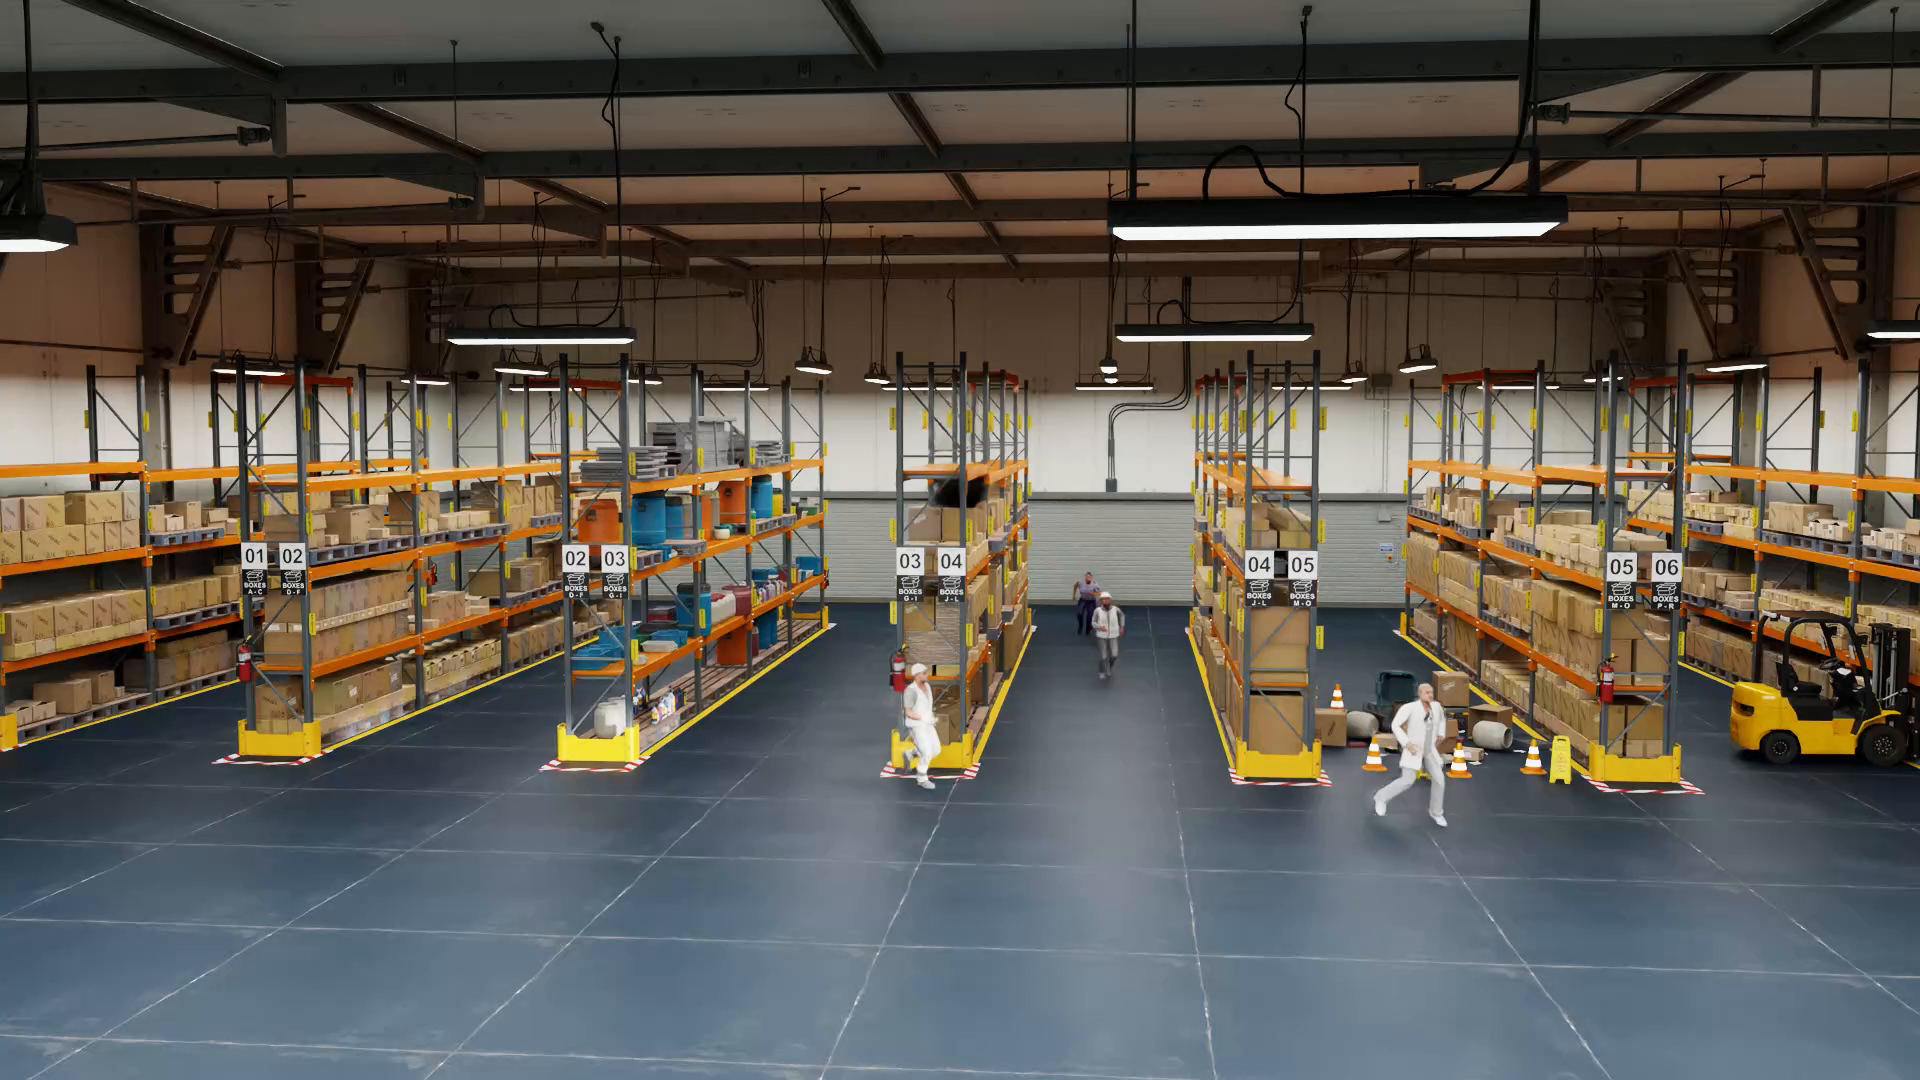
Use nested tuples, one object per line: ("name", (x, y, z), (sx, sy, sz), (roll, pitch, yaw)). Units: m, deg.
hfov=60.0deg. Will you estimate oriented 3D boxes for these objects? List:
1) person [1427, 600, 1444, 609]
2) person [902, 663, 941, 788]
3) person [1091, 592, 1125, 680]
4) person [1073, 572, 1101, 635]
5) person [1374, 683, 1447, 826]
("person", (11.595, 1.354, 39.983), (0.801, 1.670, 0.588), (4, 5, 42))
("person", (-0.565, 2.531, 22.777), (0.633, 1.724, 0.697), (3, 5, 32))
("person", (2.852, 1.854, 32.006), (0.676, 1.727, 0.764), (0, 4, -1))
("person", (2.972, 1.501, 38.929), (0.667, 1.545, 0.777), (0, 4, 7))
("person", (5.728, 2.675, 20.843), (0.922, 1.782, 0.791), (-2, 4, -23))
